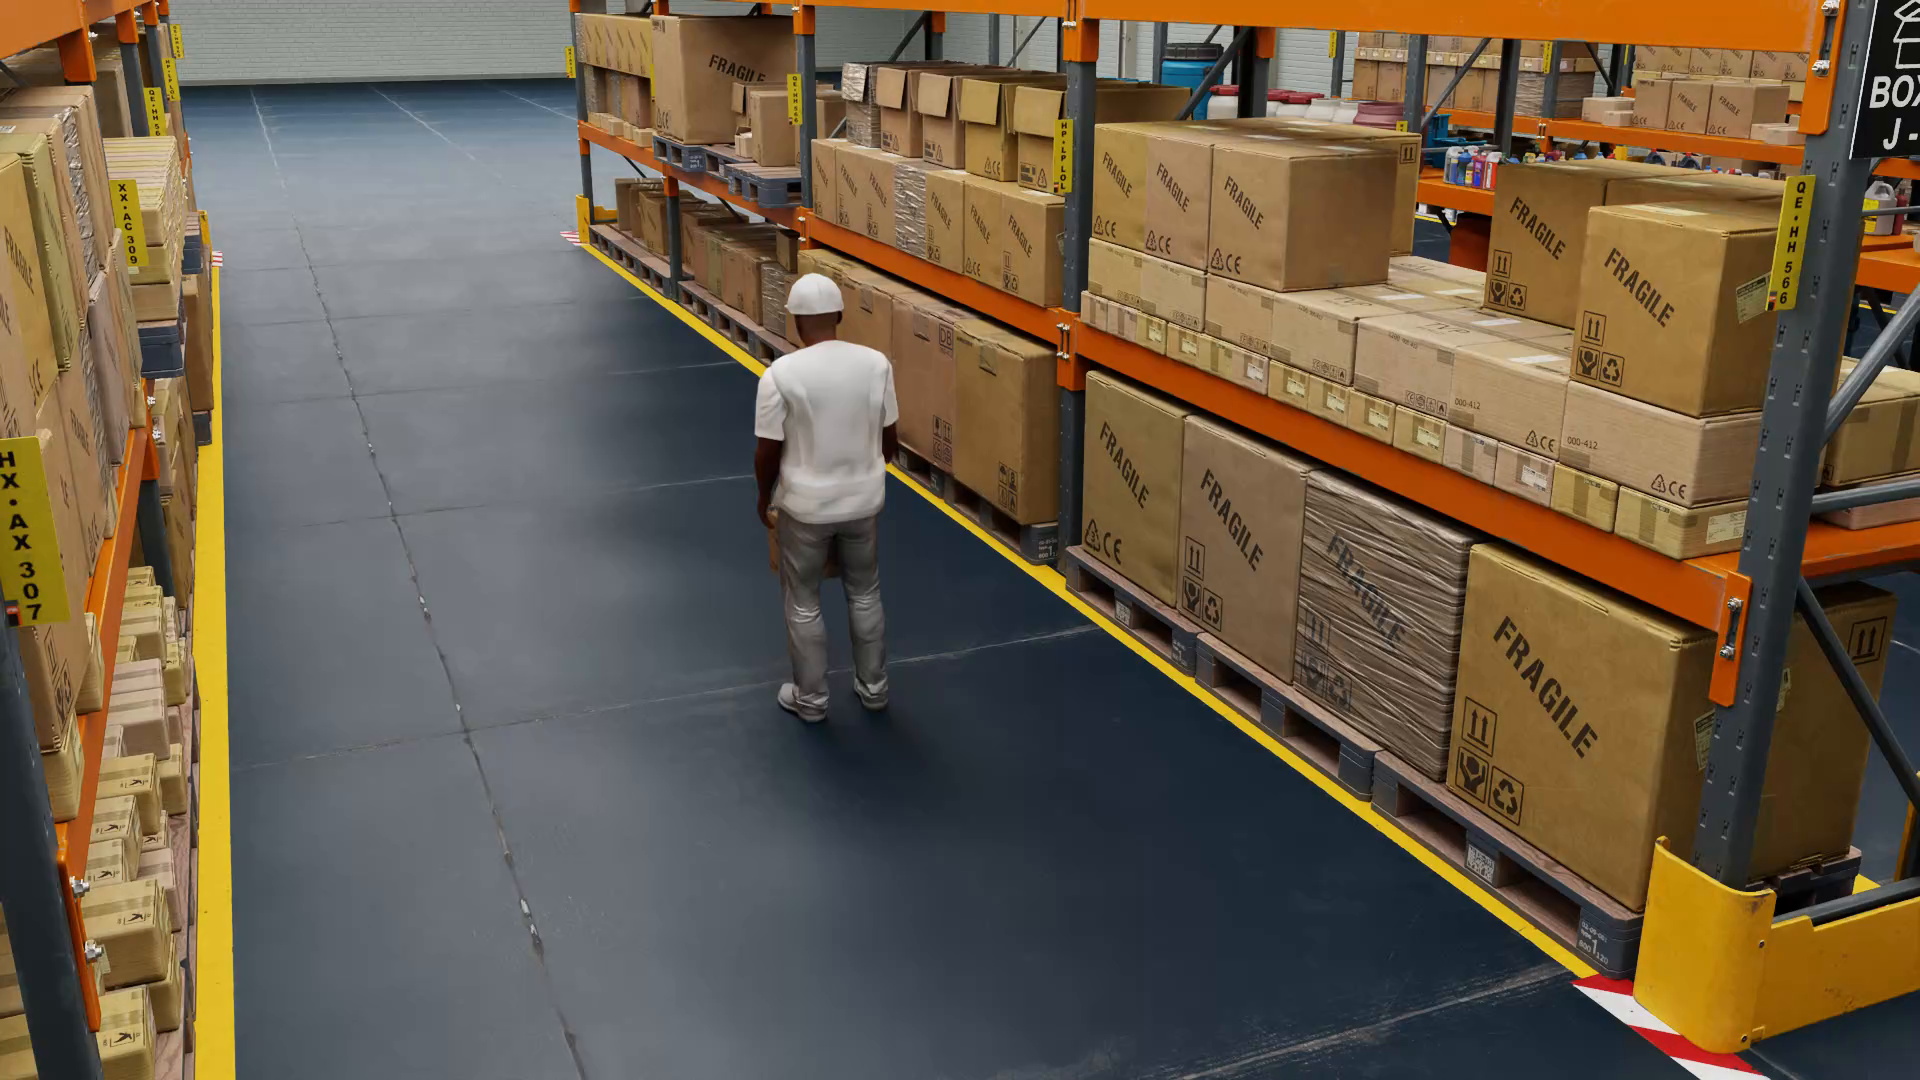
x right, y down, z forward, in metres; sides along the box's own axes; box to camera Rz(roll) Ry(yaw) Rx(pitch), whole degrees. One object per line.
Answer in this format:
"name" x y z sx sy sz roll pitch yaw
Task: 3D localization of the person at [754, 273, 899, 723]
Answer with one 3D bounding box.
"person" -0.516 -0.150 6.473 0.583 1.763 0.422 -8 20 -23
